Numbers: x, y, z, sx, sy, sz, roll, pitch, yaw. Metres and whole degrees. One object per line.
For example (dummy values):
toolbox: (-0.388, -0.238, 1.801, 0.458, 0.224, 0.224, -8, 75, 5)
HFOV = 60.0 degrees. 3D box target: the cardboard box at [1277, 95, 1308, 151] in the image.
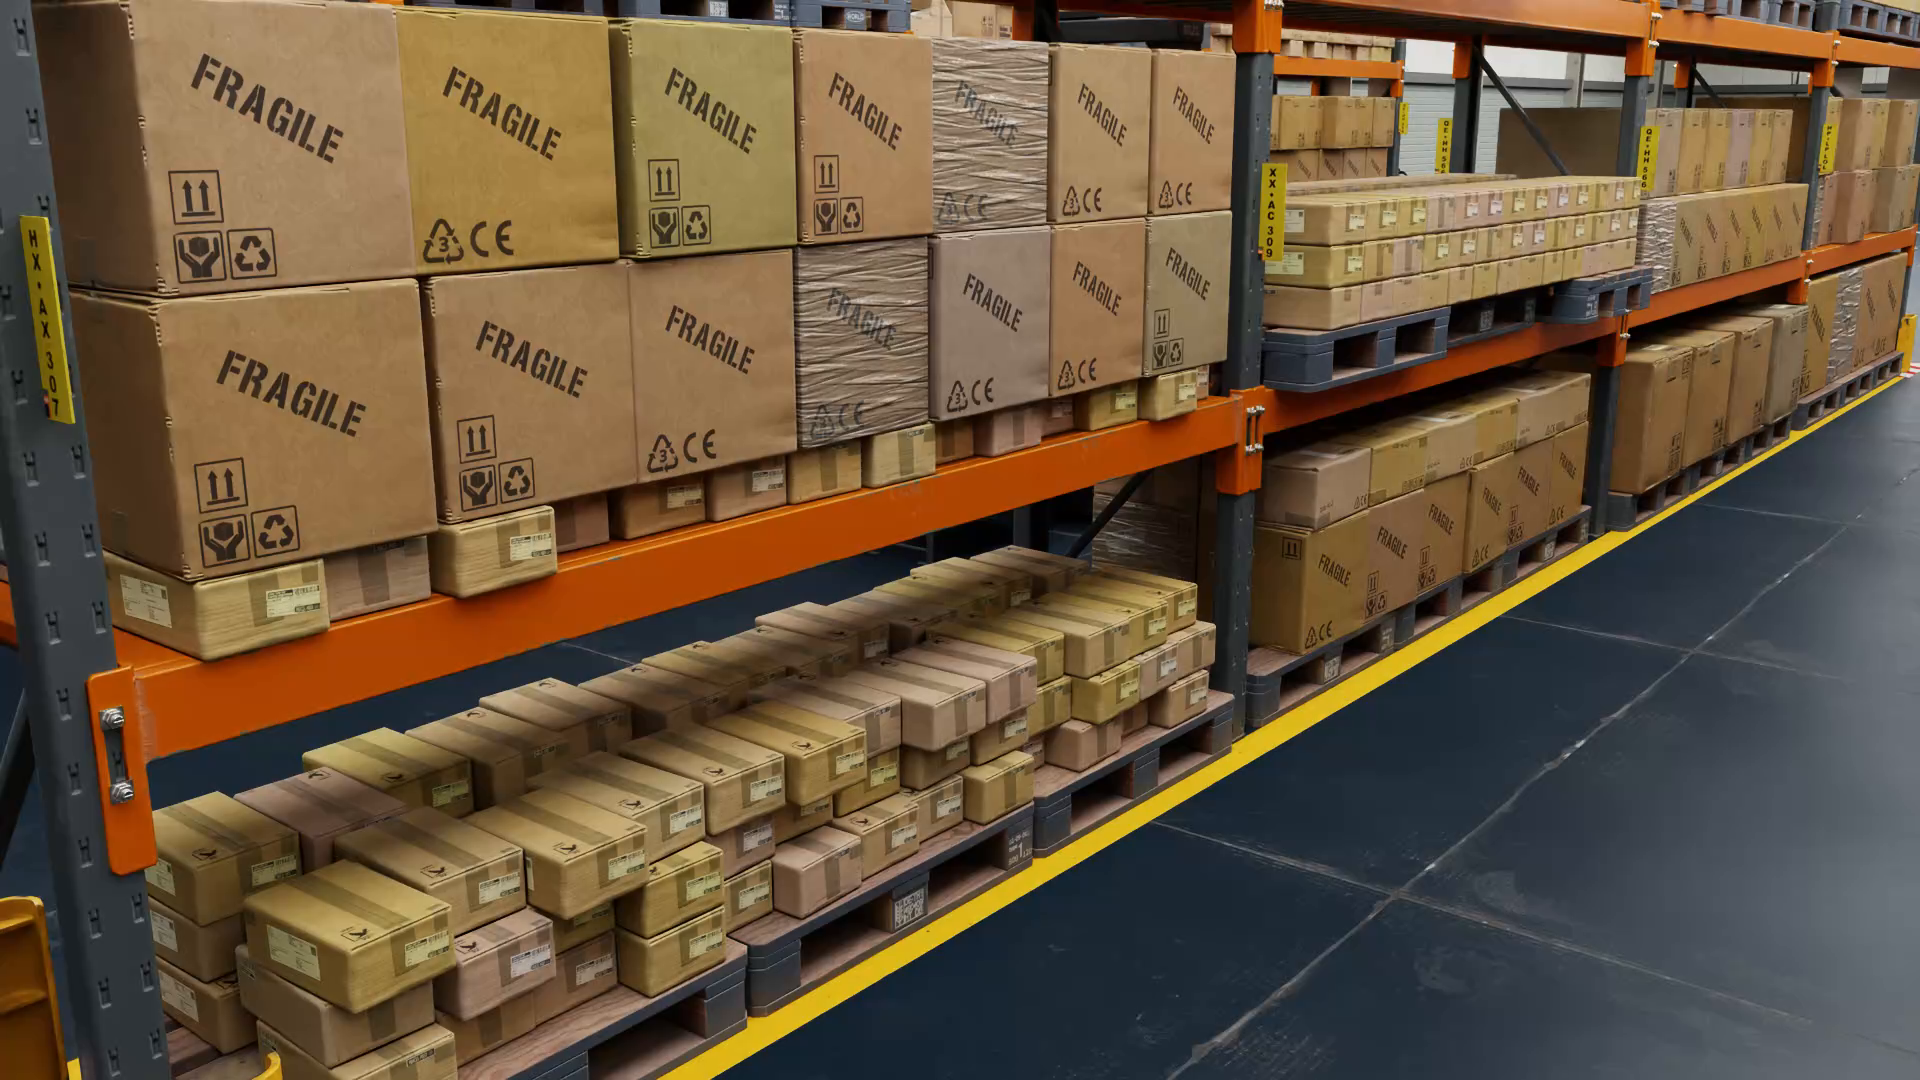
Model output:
cardboard box: (2.870, -3.974, 15.834, 0.700, 0.500, 0.500, 11, 18, 36)

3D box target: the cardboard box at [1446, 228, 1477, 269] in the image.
cardboard box: (1.895, -1.212, 6.855, 0.380, 0.149, 0.250, 12, 19, 40)

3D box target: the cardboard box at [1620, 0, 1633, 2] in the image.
cardboard box: (2.988, -2.900, 8.151, 0.500, 0.500, 0.500, 11, 18, 38)

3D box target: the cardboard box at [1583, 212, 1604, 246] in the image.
cardboard box: (2.864, -1.505, 8.009, 0.380, 0.149, 0.250, 12, 18, 39)

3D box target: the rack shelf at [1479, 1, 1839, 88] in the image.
rack shelf: (4.407, -3.035, 10.345, 1.077, 0.370, 4.000, 11, 18, 38)

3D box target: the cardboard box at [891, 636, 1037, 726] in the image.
cardboard box: (0.012, 0.425, 5.085, 0.380, 0.149, 0.250, 10, 17, 35)

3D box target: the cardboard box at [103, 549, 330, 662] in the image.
cardboard box: (-1.420, 0.096, 3.163, 0.380, 0.149, 0.250, 11, 18, 37)

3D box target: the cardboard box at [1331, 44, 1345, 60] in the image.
cardboard box: (3.602, -4.854, 16.556, 0.380, 0.149, 0.250, 11, 18, 37)

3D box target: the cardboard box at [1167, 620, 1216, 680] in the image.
cardboard box: (0.685, 0.363, 5.934, 0.380, 0.149, 0.250, 12, 18, 39)

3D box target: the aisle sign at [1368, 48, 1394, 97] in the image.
aisle sign: (4.529, -5.052, 17.638, 0.394, 0.787, 0.004, 11, 18, 38)

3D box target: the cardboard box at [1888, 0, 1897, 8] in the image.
cardboard box: (6.956, -4.158, 12.760, 0.380, 0.149, 0.250, 11, 18, 38)

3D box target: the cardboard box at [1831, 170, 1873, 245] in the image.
cardboard box: (6.645, -2.652, 13.164, 0.875, 0.550, 0.550, 11, 18, 38)

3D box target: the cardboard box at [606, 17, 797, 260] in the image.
cardboard box: (-0.733, -0.930, 3.855, 0.500, 0.500, 0.500, 11, 18, 36)

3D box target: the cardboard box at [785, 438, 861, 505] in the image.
cardboard box: (-0.479, -0.211, 4.370, 0.380, 0.149, 0.250, 12, 19, 40)

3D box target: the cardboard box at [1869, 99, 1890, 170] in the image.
cardboard box: (6.951, -3.282, 13.453, 0.875, 0.550, 0.500, 11, 18, 38)

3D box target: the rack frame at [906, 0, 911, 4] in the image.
rack frame: (-0.764, -5.201, 11.319, 1.000, 3.000, 0.127, 11, 18, 38)

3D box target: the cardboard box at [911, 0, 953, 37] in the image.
cardboard box: (-0.273, -3.765, 12.031, 0.396, 0.266, 0.258, 11, 18, 38)

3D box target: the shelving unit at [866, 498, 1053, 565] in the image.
shelving unit: (-0.004, -0.544, 8.979, 0.538, 1.125, 1.048, 11, 18, 38)

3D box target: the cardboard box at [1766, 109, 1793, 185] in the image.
cardboard box: (5.356, -2.750, 11.620, 0.700, 0.500, 0.500, 11, 18, 37)

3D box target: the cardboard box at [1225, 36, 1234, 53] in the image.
cardboard box: (2.347, -4.454, 14.982, 0.380, 0.149, 0.250, 11, 18, 38)

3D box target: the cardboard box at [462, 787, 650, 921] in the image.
cardboard box: (-0.947, 0.728, 3.895, 0.380, 0.149, 0.250, 11, 18, 37)

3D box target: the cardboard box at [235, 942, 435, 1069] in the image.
cardboard box: (-1.349, 0.959, 3.589, 0.380, 0.149, 0.250, 12, 19, 40)

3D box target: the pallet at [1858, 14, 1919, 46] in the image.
pallet: (7.720, -4.346, 14.225, 1.003, 0.211, 1.213, 11, 18, 38)

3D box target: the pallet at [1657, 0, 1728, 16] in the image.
pallet: (3.513, -3.040, 9.290, 1.213, 0.211, 1.003, 12, 19, 40)

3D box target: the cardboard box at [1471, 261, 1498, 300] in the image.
cardboard box: (2.057, -1.117, 7.087, 0.380, 0.149, 0.250, 11, 18, 37)

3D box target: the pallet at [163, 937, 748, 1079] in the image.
pallet: (-1.293, 1.172, 4.079, 1.003, 0.211, 1.213, 11, 18, 38)

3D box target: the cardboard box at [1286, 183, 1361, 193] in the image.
cardboard box: (1.556, -1.507, 7.412, 0.380, 0.149, 0.250, 10, 18, 35)

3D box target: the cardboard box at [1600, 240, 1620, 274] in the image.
cardboard box: (3.040, -1.415, 8.260, 0.380, 0.149, 0.250, 11, 18, 37)

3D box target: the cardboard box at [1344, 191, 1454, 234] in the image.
cardboard box: (1.733, -1.305, 6.618, 0.380, 0.149, 0.250, 11, 18, 37)

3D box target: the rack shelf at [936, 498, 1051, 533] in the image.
rack shelf: (-0.004, -0.307, 9.040, 0.538, 0.278, 1.000, 11, 18, 38)

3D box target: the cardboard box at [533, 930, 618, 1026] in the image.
cardboard box: (-1.049, 1.002, 4.025, 0.380, 0.149, 0.250, 12, 18, 38)

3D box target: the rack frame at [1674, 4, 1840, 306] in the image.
rack frame: (5.664, -2.313, 12.134, 1.000, 3.000, 0.127, 11, 18, 38)

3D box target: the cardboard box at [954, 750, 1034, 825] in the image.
cardboard box: (0.004, 0.724, 5.119, 0.380, 0.149, 0.250, 11, 18, 37)

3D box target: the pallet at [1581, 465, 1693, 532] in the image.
pallet: (3.704, -0.334, 10.010, 1.003, 0.211, 1.213, 11, 18, 38)

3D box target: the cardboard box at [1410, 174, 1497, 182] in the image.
cardboard box: (2.542, -1.806, 8.590, 0.380, 0.149, 0.250, 11, 18, 36)

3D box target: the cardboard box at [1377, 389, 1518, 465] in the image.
cardboard box: (2.283, -0.537, 7.846, 0.500, 0.250, 0.500, 12, 18, 39)

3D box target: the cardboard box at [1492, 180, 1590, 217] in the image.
cardboard box: (2.709, -1.602, 7.787, 0.380, 0.149, 0.250, 12, 19, 39)

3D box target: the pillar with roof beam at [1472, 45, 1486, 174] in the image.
pillar with roof beam: (13.924, -10.287, 31.342, 9.100, 9.000, 0.400, 11, 18, 38)

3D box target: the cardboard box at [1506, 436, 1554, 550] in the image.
cardboard box: (2.610, -0.273, 8.330, 0.500, 0.500, 0.500, 12, 19, 40)

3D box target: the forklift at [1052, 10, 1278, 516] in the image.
forklift: (1.271, -1.854, 10.468, 1.130, 2.935, 3.031, 10, 17, 35)

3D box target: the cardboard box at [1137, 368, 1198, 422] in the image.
cardboard box: (0.561, -0.502, 5.515, 0.380, 0.149, 0.250, 11, 18, 36)

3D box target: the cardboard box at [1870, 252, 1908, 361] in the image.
cardboard box: (7.803, -2.112, 14.808, 0.875, 0.875, 0.875, 11, 18, 38)

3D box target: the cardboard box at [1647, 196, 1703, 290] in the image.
cardboard box: (3.959, -1.737, 9.665, 0.500, 0.500, 0.500, 11, 18, 37)

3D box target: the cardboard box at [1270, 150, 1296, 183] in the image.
cardboard box: (2.866, -3.487, 15.949, 0.500, 0.500, 0.500, 11, 18, 37)

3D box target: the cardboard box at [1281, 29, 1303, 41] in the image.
cardboard box: (2.881, -4.820, 15.615, 0.500, 0.250, 0.500, 11, 18, 38)

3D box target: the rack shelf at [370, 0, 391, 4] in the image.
rack shelf: (-4.535, -2.249, 7.254, 1.077, 0.370, 4.000, 11, 18, 38)

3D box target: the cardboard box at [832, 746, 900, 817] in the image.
cardboard box: (-0.394, 0.648, 4.812, 0.380, 0.149, 0.250, 12, 19, 40)

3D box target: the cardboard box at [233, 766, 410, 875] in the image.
cardboard box: (-1.540, 0.696, 4.021, 0.380, 0.149, 0.250, 12, 18, 39)

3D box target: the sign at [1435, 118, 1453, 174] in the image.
sign: (2.716, -2.193, 9.311, 0.100, 0.325, 0.005, 11, 18, 38)

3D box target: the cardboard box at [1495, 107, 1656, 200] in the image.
cardboard box: (3.440, -2.164, 9.315, 0.700, 0.500, 0.500, 11, 18, 37)

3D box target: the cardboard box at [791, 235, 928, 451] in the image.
cardboard box: (-0.431, -0.547, 4.377, 0.500, 0.500, 0.500, 11, 18, 36)

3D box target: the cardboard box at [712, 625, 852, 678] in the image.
cardboard box: (-0.559, 0.397, 5.195, 0.380, 0.149, 0.250, 10, 18, 35)
